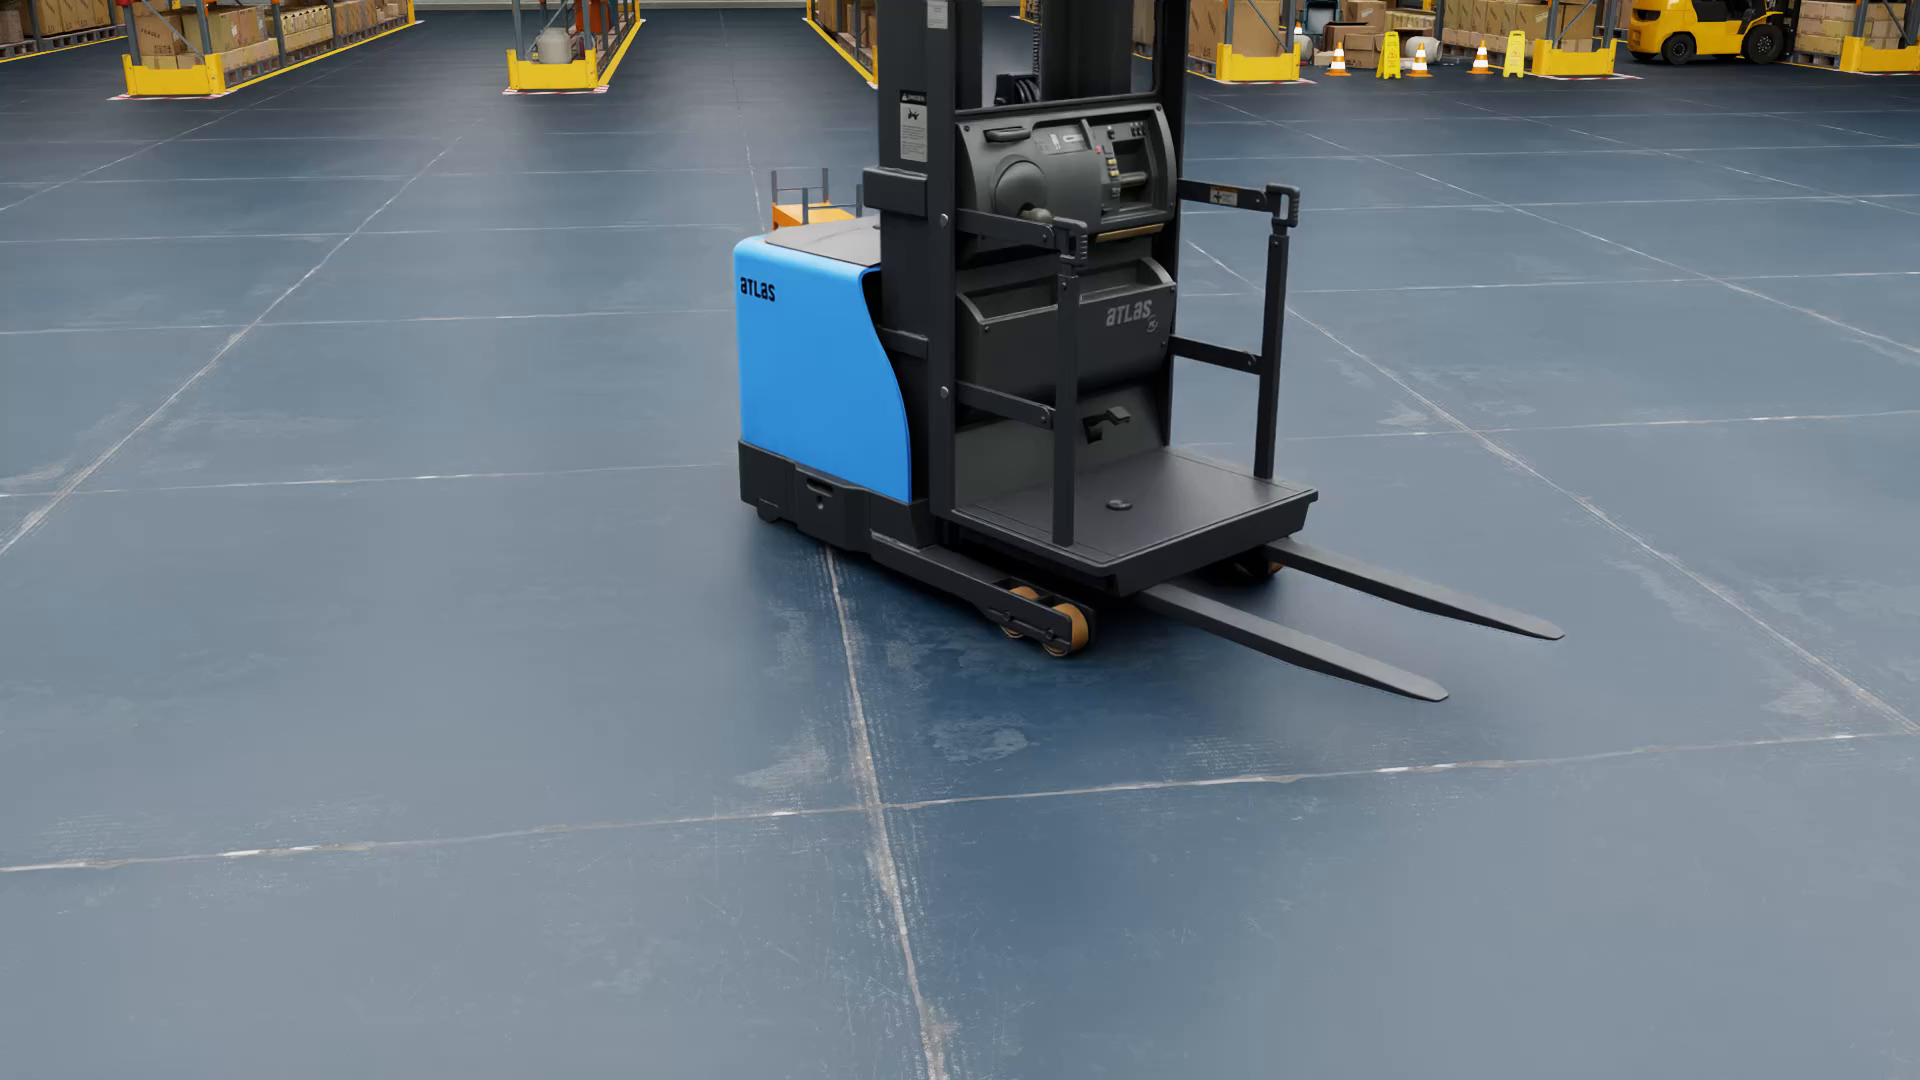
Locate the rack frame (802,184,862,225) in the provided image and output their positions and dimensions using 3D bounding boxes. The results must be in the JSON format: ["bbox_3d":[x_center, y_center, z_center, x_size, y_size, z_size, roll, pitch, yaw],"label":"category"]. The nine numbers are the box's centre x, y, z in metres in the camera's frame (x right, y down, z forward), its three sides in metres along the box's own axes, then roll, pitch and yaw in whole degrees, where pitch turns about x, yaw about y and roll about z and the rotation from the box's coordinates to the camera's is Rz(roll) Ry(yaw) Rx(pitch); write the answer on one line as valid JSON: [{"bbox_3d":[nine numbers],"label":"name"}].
[{"bbox_3d":[-0.500,-0.821,6.700,0.240,1.200,0.015,-7,22,-19],"label":"rack frame"}]

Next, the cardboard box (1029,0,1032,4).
[{"bbox_3d":[1.796,-12.328,37.986,0.380,0.149,0.250,-3,21,-8],"label":"cardboard box"}]

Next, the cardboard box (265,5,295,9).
[{"bbox_3d":[-11.797,-9.112,28.853,0.500,0.311,0.500,-2,21,-6],"label":"cardboard box"}]

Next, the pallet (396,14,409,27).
[{"bbox_3d":[-12.608,-11.297,36.163,1.003,0.211,1.213,-3,21,-8],"label":"pallet"}]

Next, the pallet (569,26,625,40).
[{"bbox_3d":[-7.007,-9.771,32.075,1.003,0.211,1.213,-3,21,-8],"label":"pallet"}]

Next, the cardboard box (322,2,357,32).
[{"bbox_3d":[-11.513,-9.698,30.839,0.500,0.500,0.500,-3,21,-8],"label":"cardboard box"}]

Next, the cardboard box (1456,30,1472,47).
[{"bbox_3d":[8.511,-8.256,27.364,0.500,0.250,0.500,-2,21,-5],"label":"cardboard box"}]

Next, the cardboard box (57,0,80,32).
[{"bbox_3d":[-16.579,-9.640,30.211,0.750,0.750,0.750,-3,21,-8],"label":"cardboard box"}]

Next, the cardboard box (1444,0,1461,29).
[{"bbox_3d":[8.423,-8.792,27.726,0.500,0.500,0.500,-2,21,-5],"label":"cardboard box"}]

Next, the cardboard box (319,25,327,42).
[{"bbox_3d":[-11.187,-8.697,28.544,0.500,0.250,0.500,-3,21,-8],"label":"cardboard box"}]

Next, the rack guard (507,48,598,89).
[{"bbox_3d":[-5.584,-6.468,22.819,1.175,0.500,0.348,-3,21,-8],"label":"rack guard"}]

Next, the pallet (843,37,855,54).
[{"bbox_3d":[-1.494,-8.636,29.037,1.003,0.211,1.213,-3,21,-8],"label":"pallet"}]

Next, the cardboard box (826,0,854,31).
[{"bbox_3d":[-1.857,-10.076,31.343,1.225,0.875,0.875,-4,21,-10],"label":"cardboard box"}]

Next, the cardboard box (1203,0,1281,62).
[{"bbox_3d":[4.135,-7.513,24.480,0.875,0.875,0.875,-3,21,-7],"label":"cardboard box"}]

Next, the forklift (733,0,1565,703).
[{"bbox_3d":[0.507,-1.207,5.258,1.130,2.935,3.031,-18,27,-39],"label":"forklift"}]

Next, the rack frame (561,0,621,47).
[{"bbox_3d":[-6.679,-10.385,29.734,1.000,3.000,0.127,-3,21,-8],"label":"rack frame"}]

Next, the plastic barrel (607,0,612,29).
[{"bbox_3d":[-6.930,-10.011,31.580,0.600,0.588,0.708,-3,21,-8],"label":"plastic barrel"}]

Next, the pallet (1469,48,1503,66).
[{"bbox_3d":[8.916,-7.789,26.769,1.003,0.211,1.213,-3,21,-8],"label":"pallet"}]

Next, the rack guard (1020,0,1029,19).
[{"bbox_3d":[2.002,-12.422,38.762,1.175,0.500,0.348,-3,21,-8],"label":"rack guard"}]

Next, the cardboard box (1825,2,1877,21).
[{"bbox_3d":[13.718,-8.137,25.616,0.500,0.250,0.500,-2,21,-6],"label":"cardboard box"}]

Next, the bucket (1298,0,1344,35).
[{"bbox_3d":[6.022,-8.713,27.763,0.726,0.611,0.620,4,11,11],"label":"bucket"}]

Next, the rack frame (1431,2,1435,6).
[{"bbox_3d":[11.786,-14.156,39.831,1.000,3.000,0.127,-3,21,-8],"label":"rack frame"}]

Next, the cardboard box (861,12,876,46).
[{"bbox_3d":[-1.269,-8.498,27.627,0.700,0.500,0.500,-5,21,-12],"label":"cardboard box"}]

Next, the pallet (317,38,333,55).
[{"bbox_3d":[-11.502,-8.543,28.788,1.003,0.211,1.213,-3,21,-8],"label":"pallet"}]

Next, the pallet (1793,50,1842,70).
[{"bbox_3d":[13.941,-7.573,26.190,1.003,0.211,1.213,-3,21,-8],"label":"pallet"}]

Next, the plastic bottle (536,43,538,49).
[{"bbox_3d":[-6.234,-7.248,24.598,0.152,0.276,0.135,-3,21,-7],"label":"plastic bottle"}]

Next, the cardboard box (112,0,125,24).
[{"bbox_3d":[-17.066,-10.560,33.175,0.700,0.500,0.500,-3,21,-7],"label":"cardboard box"}]

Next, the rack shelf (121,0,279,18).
[{"bbox_3d":[-10.717,-7.722,23.632,1.077,0.370,4.000,-3,21,-8],"label":"rack shelf"}]

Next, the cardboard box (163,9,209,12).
[{"bbox_3d":[-11.030,-7.316,23.774,0.500,0.500,0.500,-3,21,-8],"label":"cardboard box"}]

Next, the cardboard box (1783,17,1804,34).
[{"bbox_3d":[13.556,-8.264,26.670,0.500,0.250,0.500,-3,21,-9],"label":"cardboard box"}]

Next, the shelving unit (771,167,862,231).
[{"bbox_3d":[-0.584,-0.901,6.915,0.258,1.200,0.503,-7,22,-19],"label":"shelving unit"}]

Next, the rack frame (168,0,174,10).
[{"bbox_3d":[-17.636,-12.655,35.812,1.000,3.000,0.127,-3,21,-8],"label":"rack frame"}]

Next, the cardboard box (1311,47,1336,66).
[{"bbox_3d":[5.791,-7.682,26.404,0.396,0.266,0.258,1,20,2],"label":"cardboard box"}]

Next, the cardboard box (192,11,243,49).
[{"bbox_3d":[-10.444,-7.169,23.381,0.500,0.500,0.500,-3,21,-8],"label":"cardboard box"}]

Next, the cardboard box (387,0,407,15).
[{"bbox_3d":[-12.413,-11.765,36.374,0.500,0.500,0.500,-3,21,-8],"label":"cardboard box"}]

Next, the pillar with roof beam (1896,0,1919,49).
[{"bbox_3d":[10.624,-11.496,24.135,9.100,9.000,0.400,-3,21,-8],"label":"pillar with roof beam"}]

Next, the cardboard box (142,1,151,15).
[{"bbox_3d":[-17.291,-11.096,34.610,0.700,0.500,0.500,-4,21,-10],"label":"cardboard box"}]

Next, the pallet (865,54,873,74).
[{"bbox_3d":[-0.891,-7.289,25.431,1.003,0.211,1.213,-3,21,-8],"label":"pallet"}]

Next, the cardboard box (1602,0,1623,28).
[{"bbox_3d":[13.016,-10.254,32.176,0.875,0.625,0.625,-2,21,-6],"label":"cardboard box"}]

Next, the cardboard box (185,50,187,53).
[{"bbox_3d":[-10.882,-6.618,22.979,0.500,0.250,0.500,-3,21,-8],"label":"cardboard box"}]

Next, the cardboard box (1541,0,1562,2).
[{"bbox_3d":[9.191,-8.281,26.358,0.500,0.500,0.500,-3,21,-7],"label":"cardboard box"}]

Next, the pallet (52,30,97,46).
[{"bbox_3d":[-16.695,-9.277,30.753,1.003,0.211,1.213,-3,21,-8],"label":"pallet"}]

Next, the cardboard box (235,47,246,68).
[{"bbox_3d":[-10.433,-6.818,23.513,0.500,0.250,0.500,-3,21,-8],"label":"cardboard box"}]

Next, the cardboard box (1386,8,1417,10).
[{"bbox_3d":[8.100,-9.904,31.602,0.950,0.372,0.625,-4,21,-11],"label":"cardboard box"}]

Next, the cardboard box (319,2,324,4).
[{"bbox_3d":[-12.023,-9.663,30.744,0.500,0.500,0.500,-4,21,-10],"label":"cardboard box"}]

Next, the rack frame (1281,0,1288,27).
[{"bbox_3d":[7.452,-12.519,35.449,1.000,3.000,0.127,-3,21,-8],"label":"rack frame"}]

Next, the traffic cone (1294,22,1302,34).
[{"bbox_3d":[6.009,-8.970,29.571,0.336,0.463,0.334,-3,21,-8],"label":"traffic cone"}]

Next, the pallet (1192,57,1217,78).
[{"bbox_3d":[4.105,-7.047,24.781,1.003,0.211,1.213,-3,21,-8],"label":"pallet"}]

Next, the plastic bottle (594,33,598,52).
[{"bbox_3d":[-5.707,-7.784,26.022,0.061,0.283,0.133,-2,21,-5],"label":"plastic bottle"}]

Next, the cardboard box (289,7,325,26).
[{"bbox_3d":[-11.181,-8.959,28.444,0.500,0.311,0.500,-3,21,-9],"label":"cardboard box"}]
